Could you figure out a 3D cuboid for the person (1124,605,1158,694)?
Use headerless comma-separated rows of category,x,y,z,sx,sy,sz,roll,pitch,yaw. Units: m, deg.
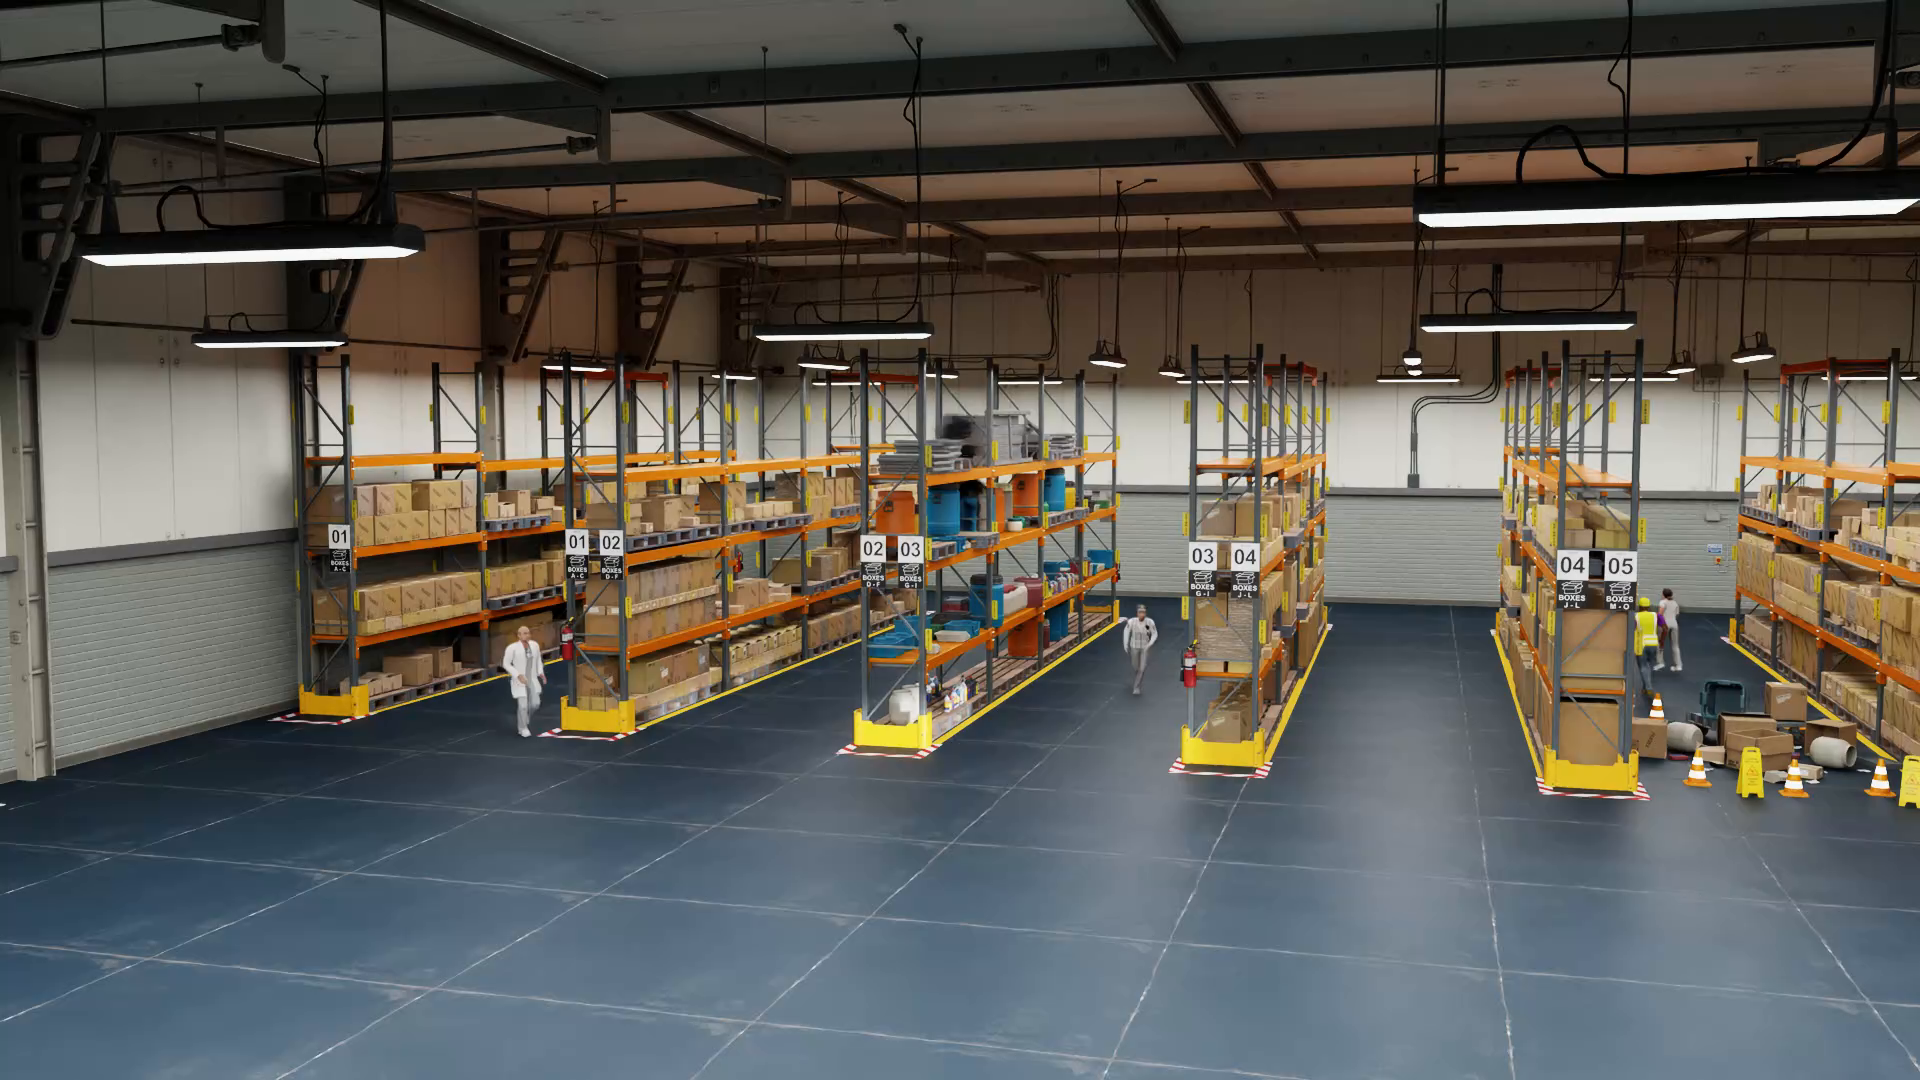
person,3.261,1.950,30.025,0.599,1.625,0.618,0,4,0

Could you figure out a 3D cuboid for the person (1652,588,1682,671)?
person,13.795,1.766,32.387,0.560,1.637,0.950,0,4,0

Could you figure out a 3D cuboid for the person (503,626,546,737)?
person,-6.804,2.202,25.960,0.690,1.727,0.681,-4,6,-39

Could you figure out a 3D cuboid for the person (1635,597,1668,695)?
person,12.239,1.919,29.700,0.644,1.782,0.814,0,4,2
